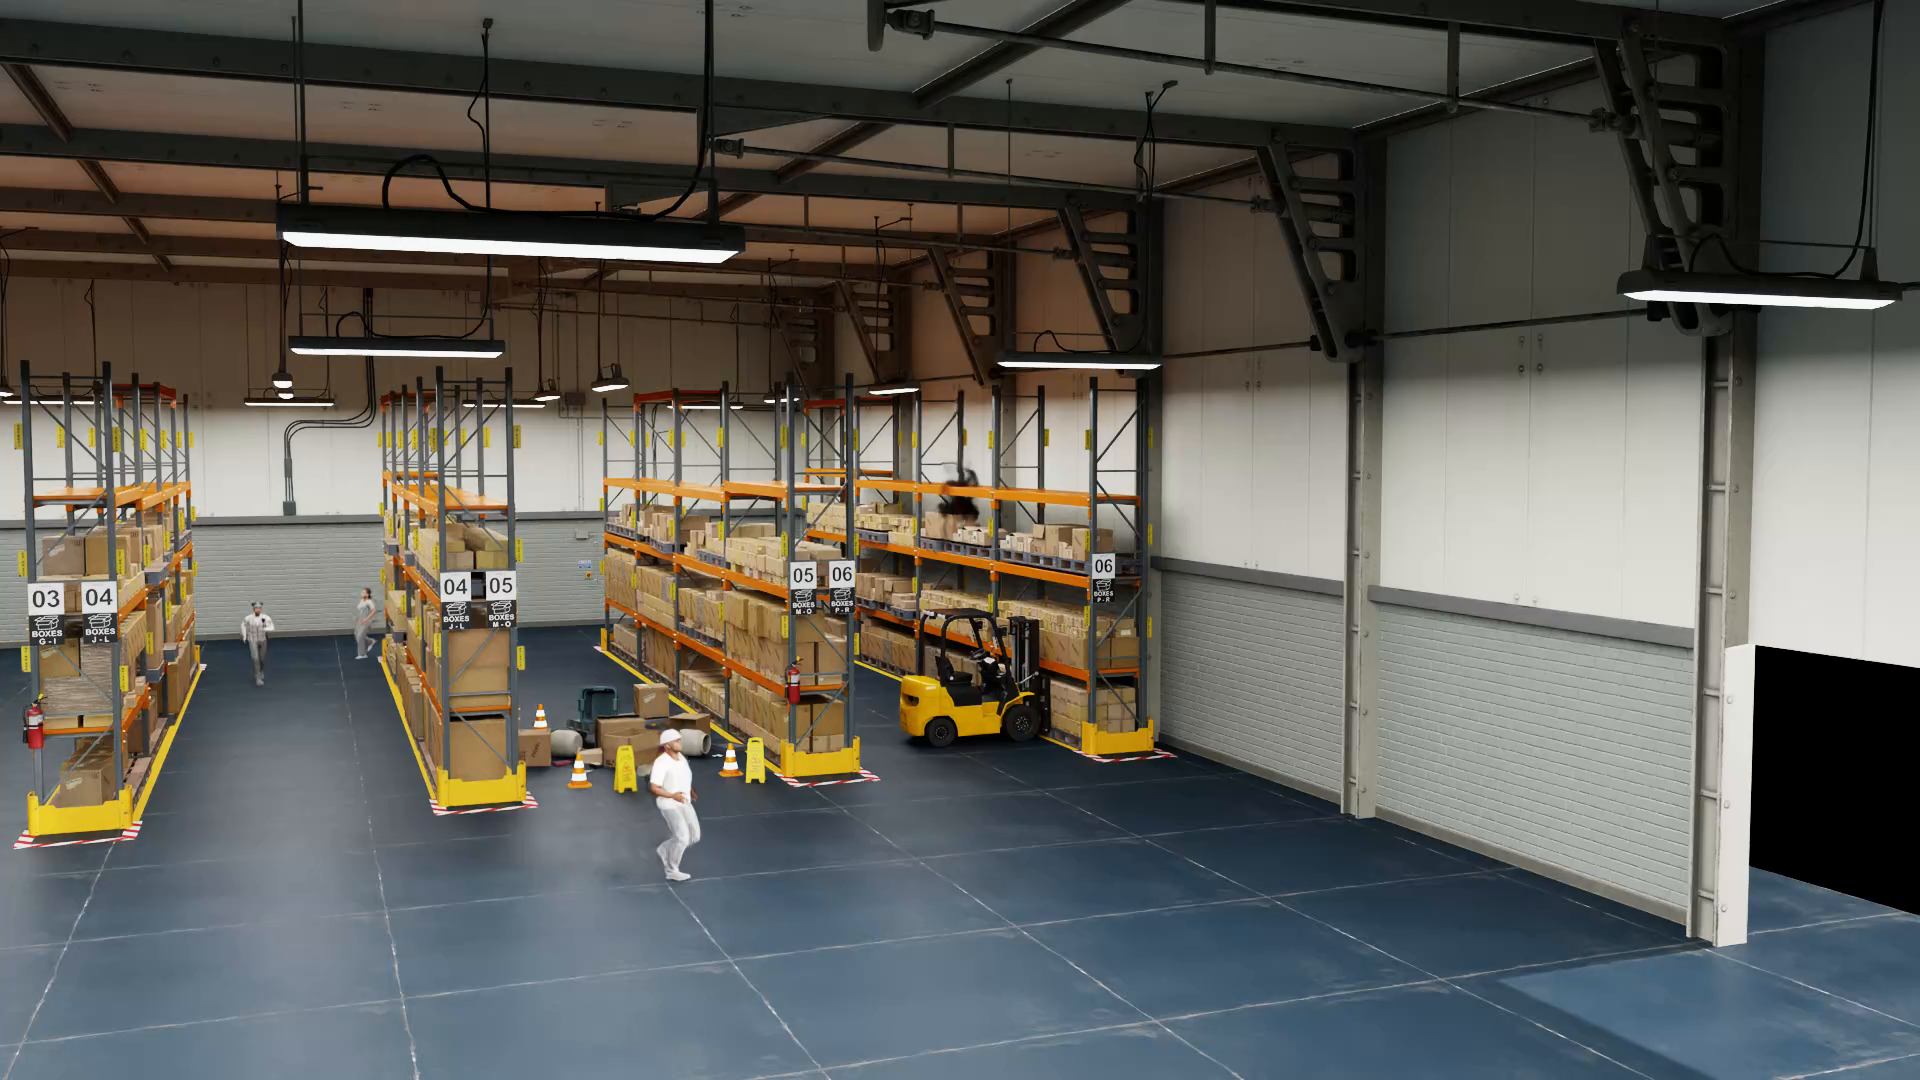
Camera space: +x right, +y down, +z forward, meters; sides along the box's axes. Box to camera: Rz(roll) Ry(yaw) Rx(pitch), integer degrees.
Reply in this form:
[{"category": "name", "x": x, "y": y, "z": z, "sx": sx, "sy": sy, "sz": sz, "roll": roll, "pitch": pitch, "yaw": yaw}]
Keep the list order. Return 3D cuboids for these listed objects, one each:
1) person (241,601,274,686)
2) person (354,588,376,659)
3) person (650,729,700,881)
[{"category": "person", "x": -14.355, "y": 2.085, "z": 34.023, "sx": 0.608, "sy": 1.678, "sz": 0.942, "roll": -2, "pitch": 4, "yaw": -27}, {"category": "person", "x": -13.606, "y": 1.916, "z": 38.230, "sx": 0.588, "sy": 1.661, "sz": 0.584, "roll": 2, "pitch": 4, "yaw": 33}, {"category": "person", "x": -3.230, "y": 3.003, "z": 18.893, "sx": 0.600, "sy": 1.719, "sz": 0.695, "roll": 1, "pitch": 4, "yaw": 21}]
